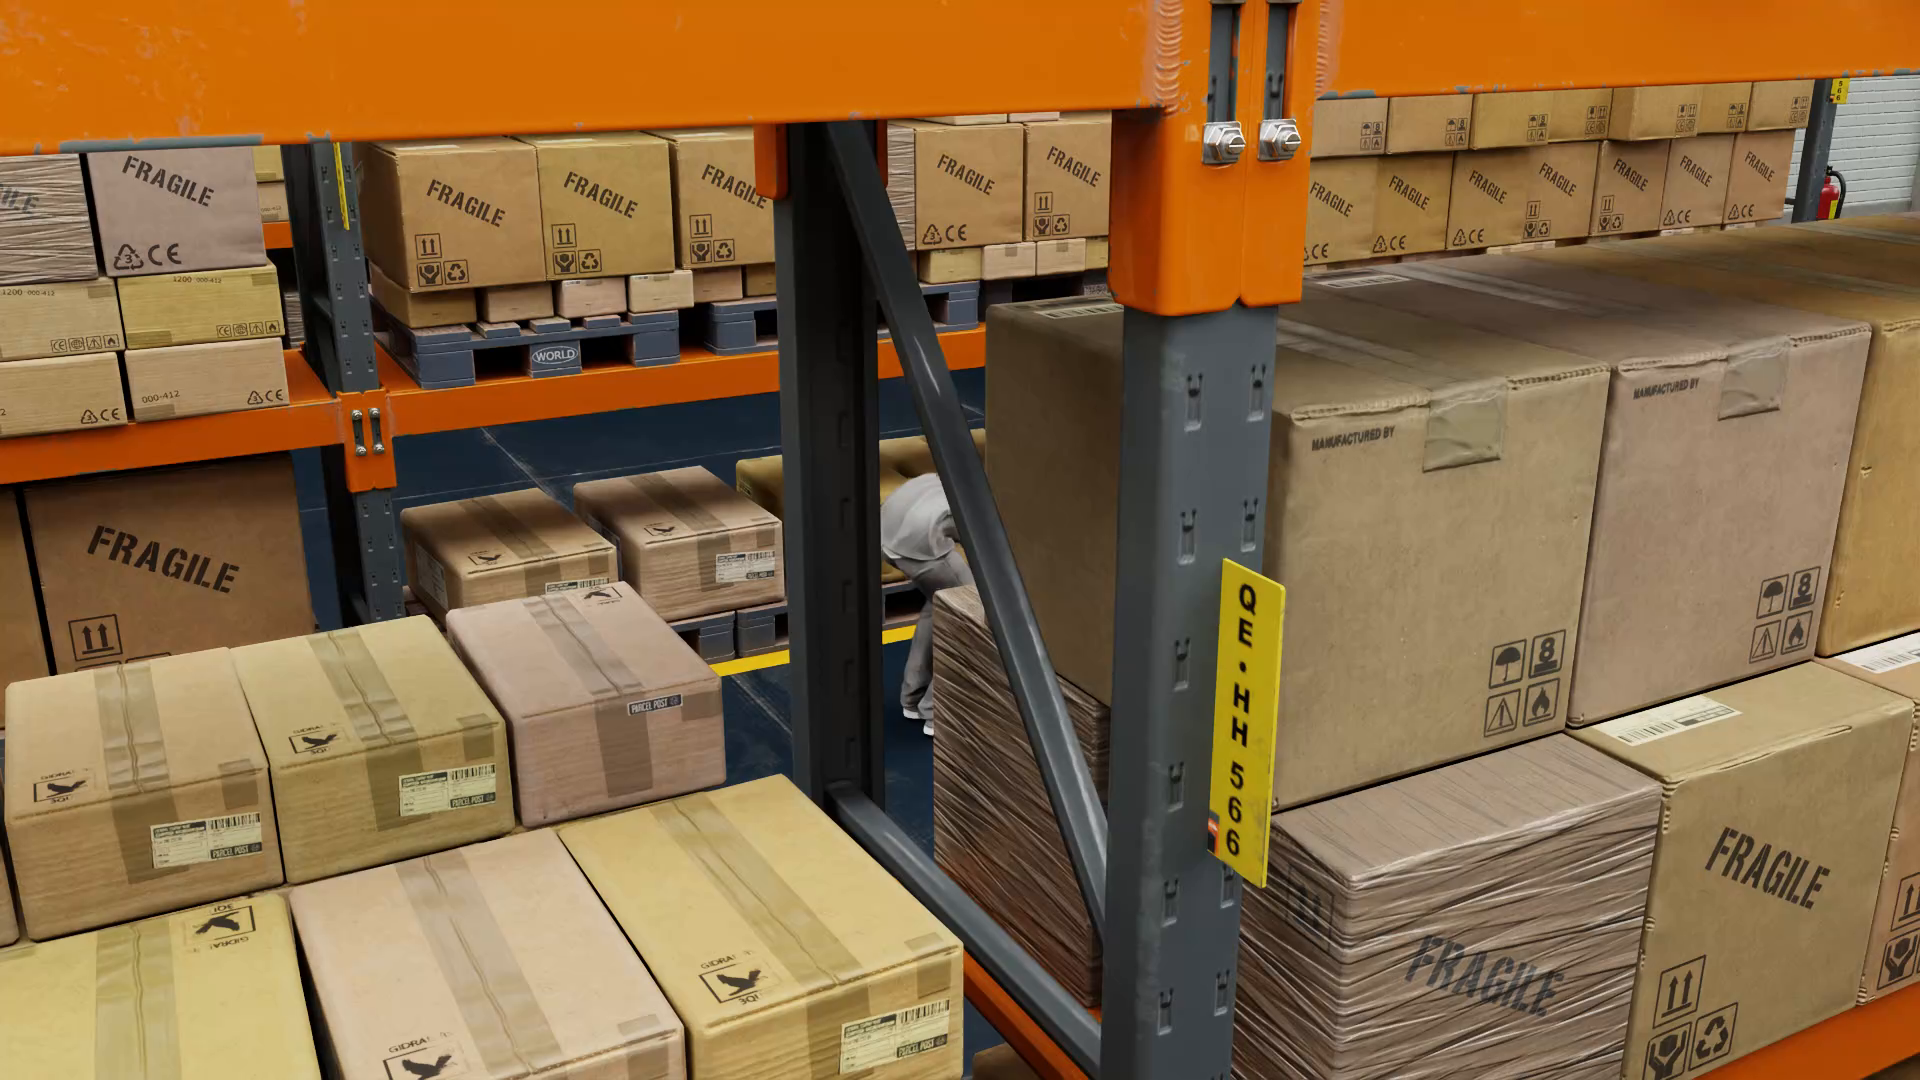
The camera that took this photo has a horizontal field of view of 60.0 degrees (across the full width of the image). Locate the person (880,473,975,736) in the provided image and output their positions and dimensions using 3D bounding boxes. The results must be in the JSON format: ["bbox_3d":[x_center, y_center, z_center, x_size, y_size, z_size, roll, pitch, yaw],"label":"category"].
[{"bbox_3d":[0.079,0.213,6.379,0.870,1.001,0.389,-11,21,-29],"label":"person"}]
